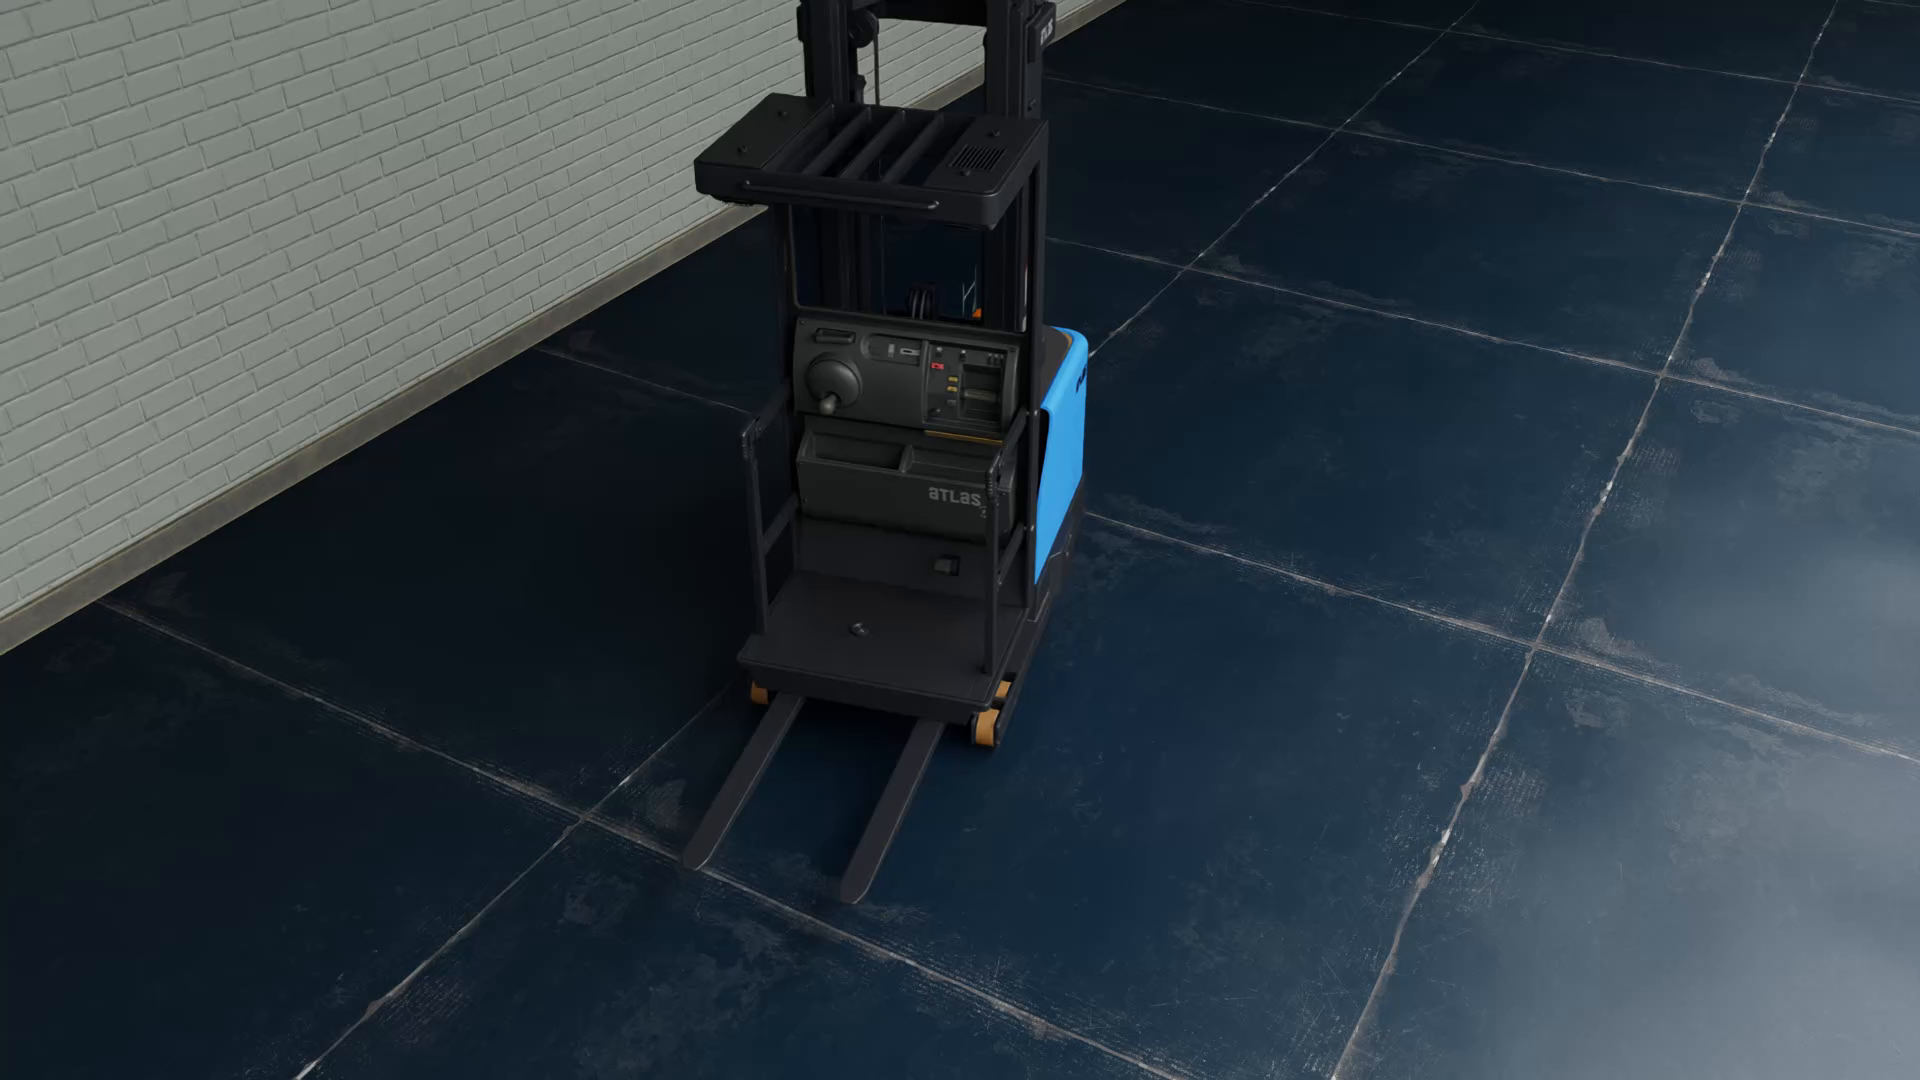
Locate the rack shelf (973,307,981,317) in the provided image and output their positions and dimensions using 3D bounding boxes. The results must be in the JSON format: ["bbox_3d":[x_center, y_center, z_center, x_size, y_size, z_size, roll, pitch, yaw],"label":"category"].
[{"bbox_3d":[0.137,-1.034,8.150,0.180,0.103,0.258,9,35,13],"label":"rack shelf"}]

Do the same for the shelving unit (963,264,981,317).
[{"bbox_3d":[0.136,-0.771,8.325,0.189,1.200,0.258,9,35,13],"label":"shelving unit"}]

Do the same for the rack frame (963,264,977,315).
[{"bbox_3d":[0.048,-0.785,8.345,0.006,1.200,0.240,9,35,13],"label":"rack frame"}]

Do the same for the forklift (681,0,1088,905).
[{"bbox_3d":[-0.280,-0.598,6.504,1.130,2.935,3.031,9,35,13],"label":"forklift"}]
